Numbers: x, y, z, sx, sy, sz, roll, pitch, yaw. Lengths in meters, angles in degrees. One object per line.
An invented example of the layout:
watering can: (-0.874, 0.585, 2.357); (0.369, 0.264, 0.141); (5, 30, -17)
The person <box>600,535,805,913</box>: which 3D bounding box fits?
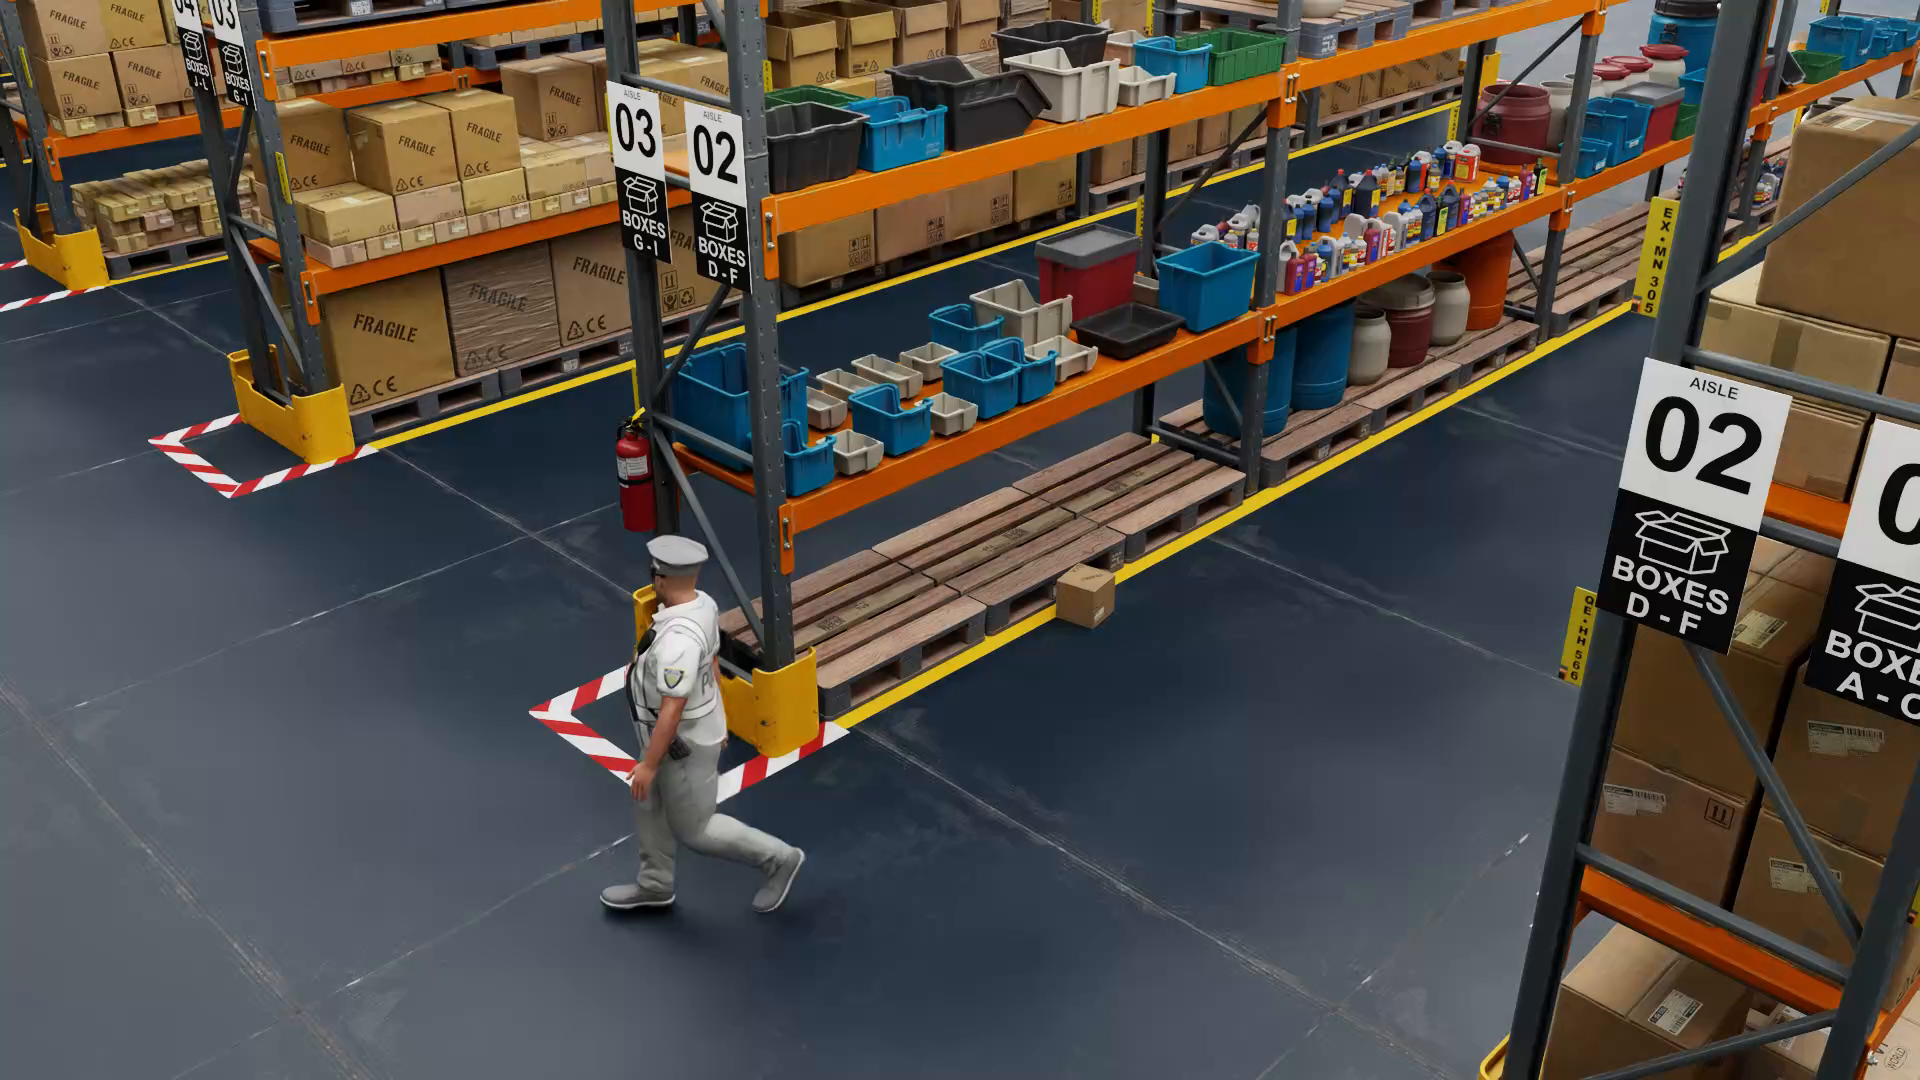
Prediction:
person: (-1.142, 0.824, 7.031); (0.910, 1.704, 0.612); (-4, 28, -7)
